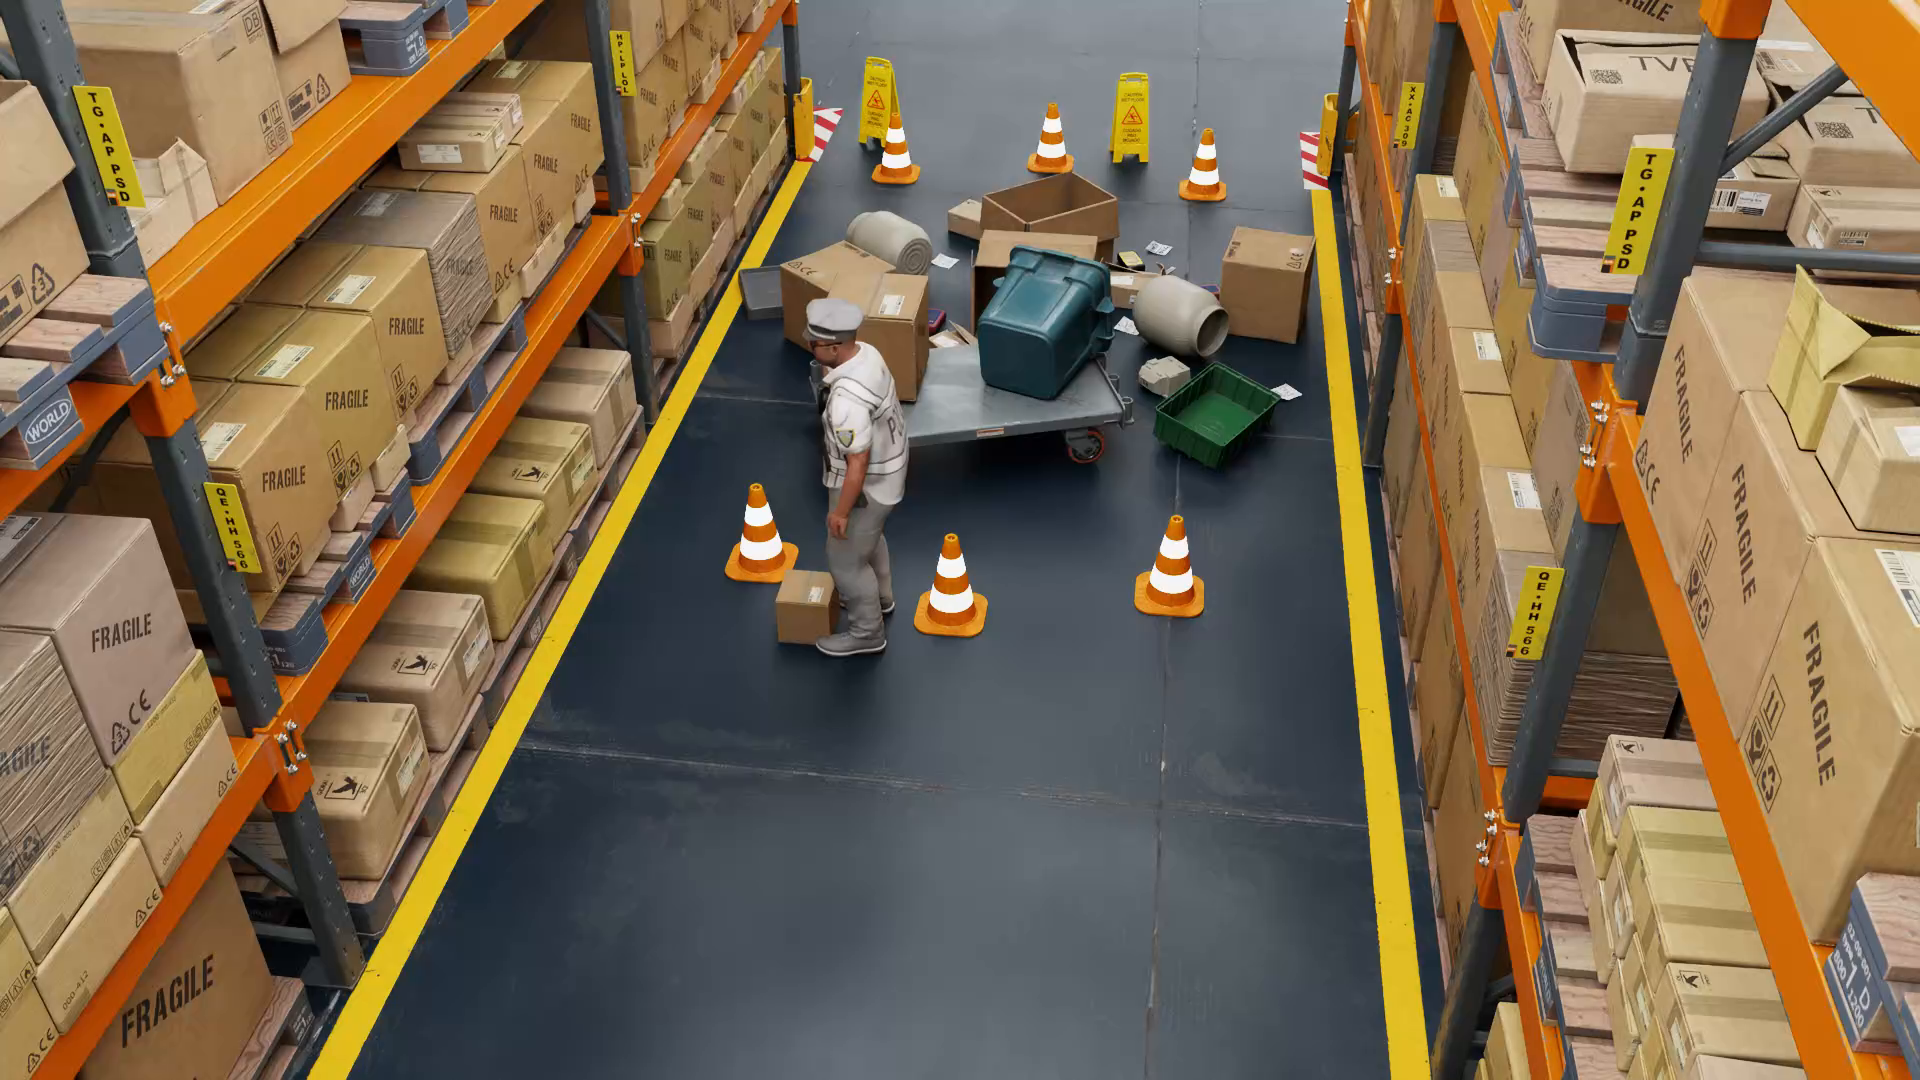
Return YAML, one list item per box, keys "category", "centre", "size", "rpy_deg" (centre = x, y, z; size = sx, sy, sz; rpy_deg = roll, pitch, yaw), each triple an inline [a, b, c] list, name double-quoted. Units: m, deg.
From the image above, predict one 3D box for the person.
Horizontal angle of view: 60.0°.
- category: "person"
  centre: [-0.448, -0.268, 7.403]
  size: [0.434, 1.749, 0.605]
  rpy_deg: [3, 36, 4]
